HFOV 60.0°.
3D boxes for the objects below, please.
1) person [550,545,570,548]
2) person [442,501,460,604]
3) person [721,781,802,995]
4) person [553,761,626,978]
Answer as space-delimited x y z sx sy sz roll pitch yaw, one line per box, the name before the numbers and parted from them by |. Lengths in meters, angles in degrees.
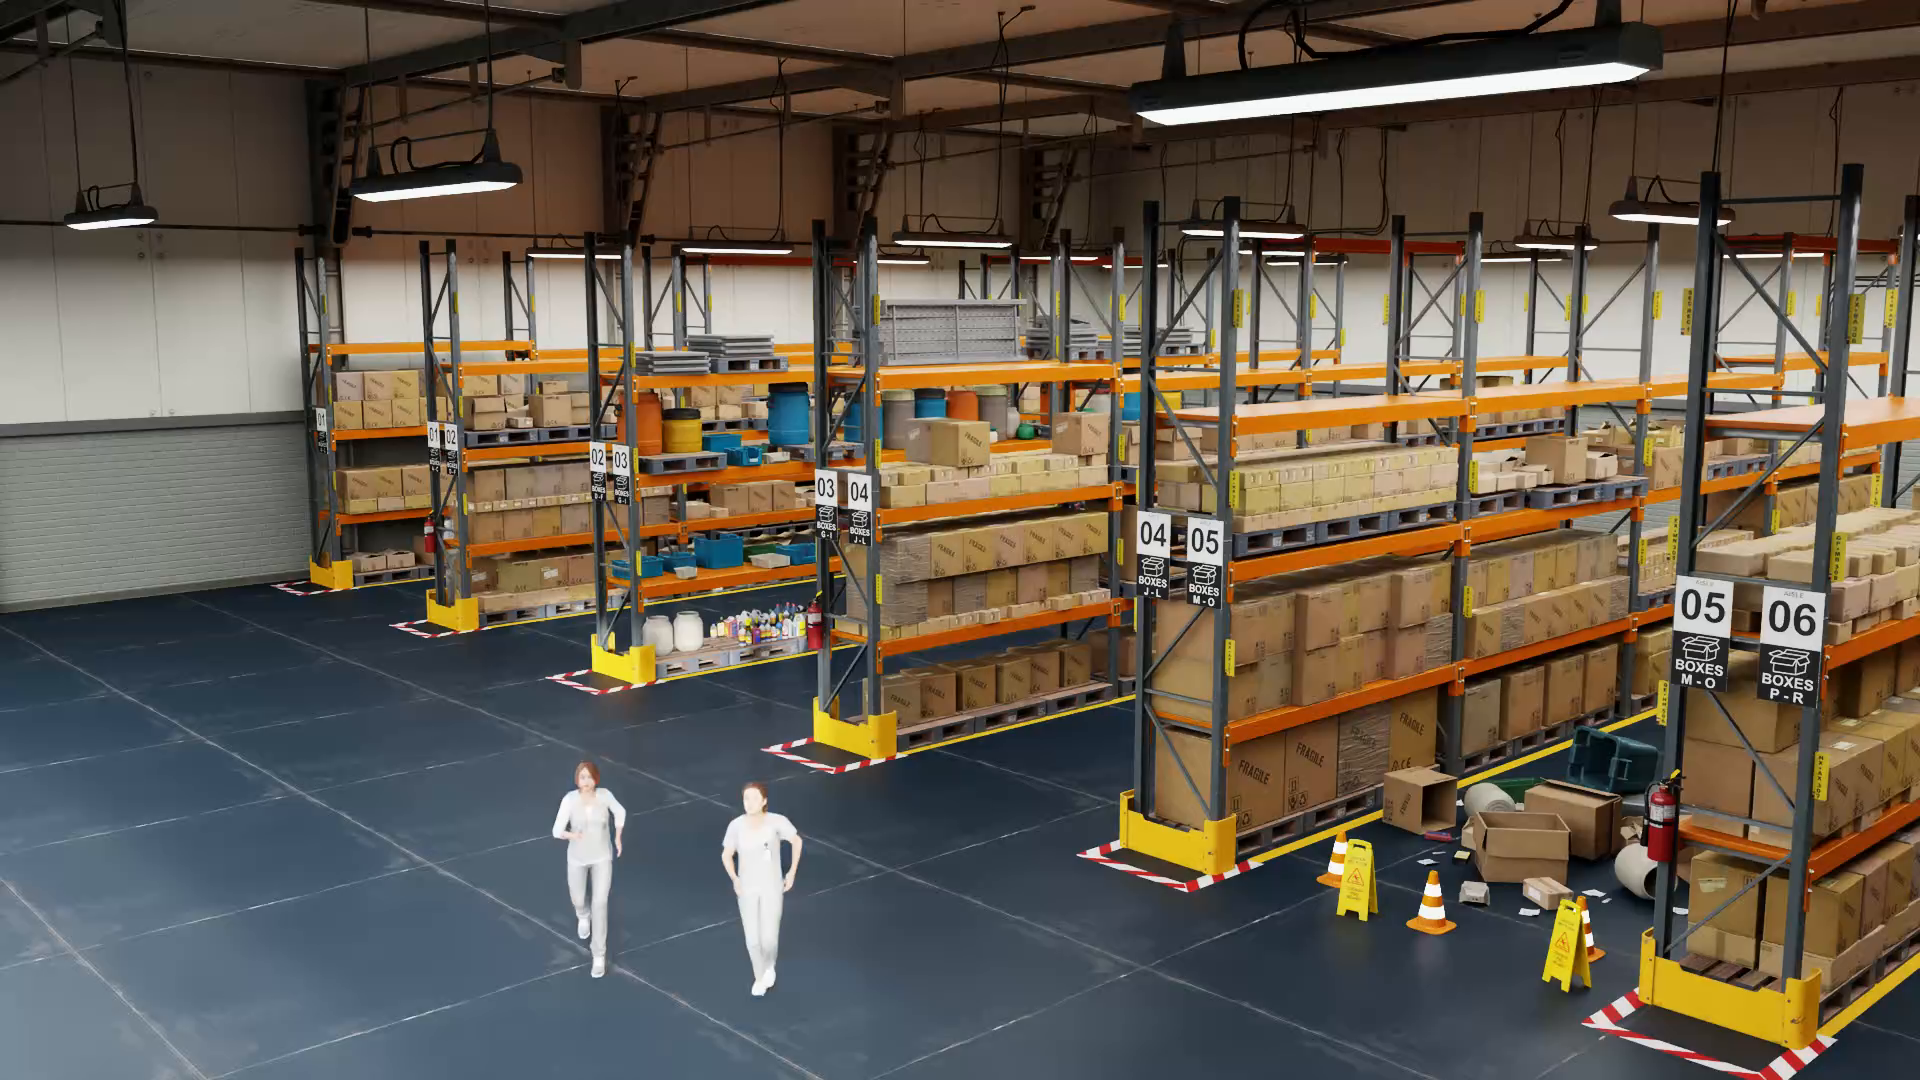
person | -7.131 -0.081 29.906 0.668 1.749 0.583 6 11 37
person | -8.520 0.202 28.194 0.643 1.759 0.996 5 10 32
person | -1.471 2.583 12.242 0.578 1.628 0.537 0 8 2
person | -2.871 2.491 12.920 0.544 1.580 0.872 -1 8 -10
